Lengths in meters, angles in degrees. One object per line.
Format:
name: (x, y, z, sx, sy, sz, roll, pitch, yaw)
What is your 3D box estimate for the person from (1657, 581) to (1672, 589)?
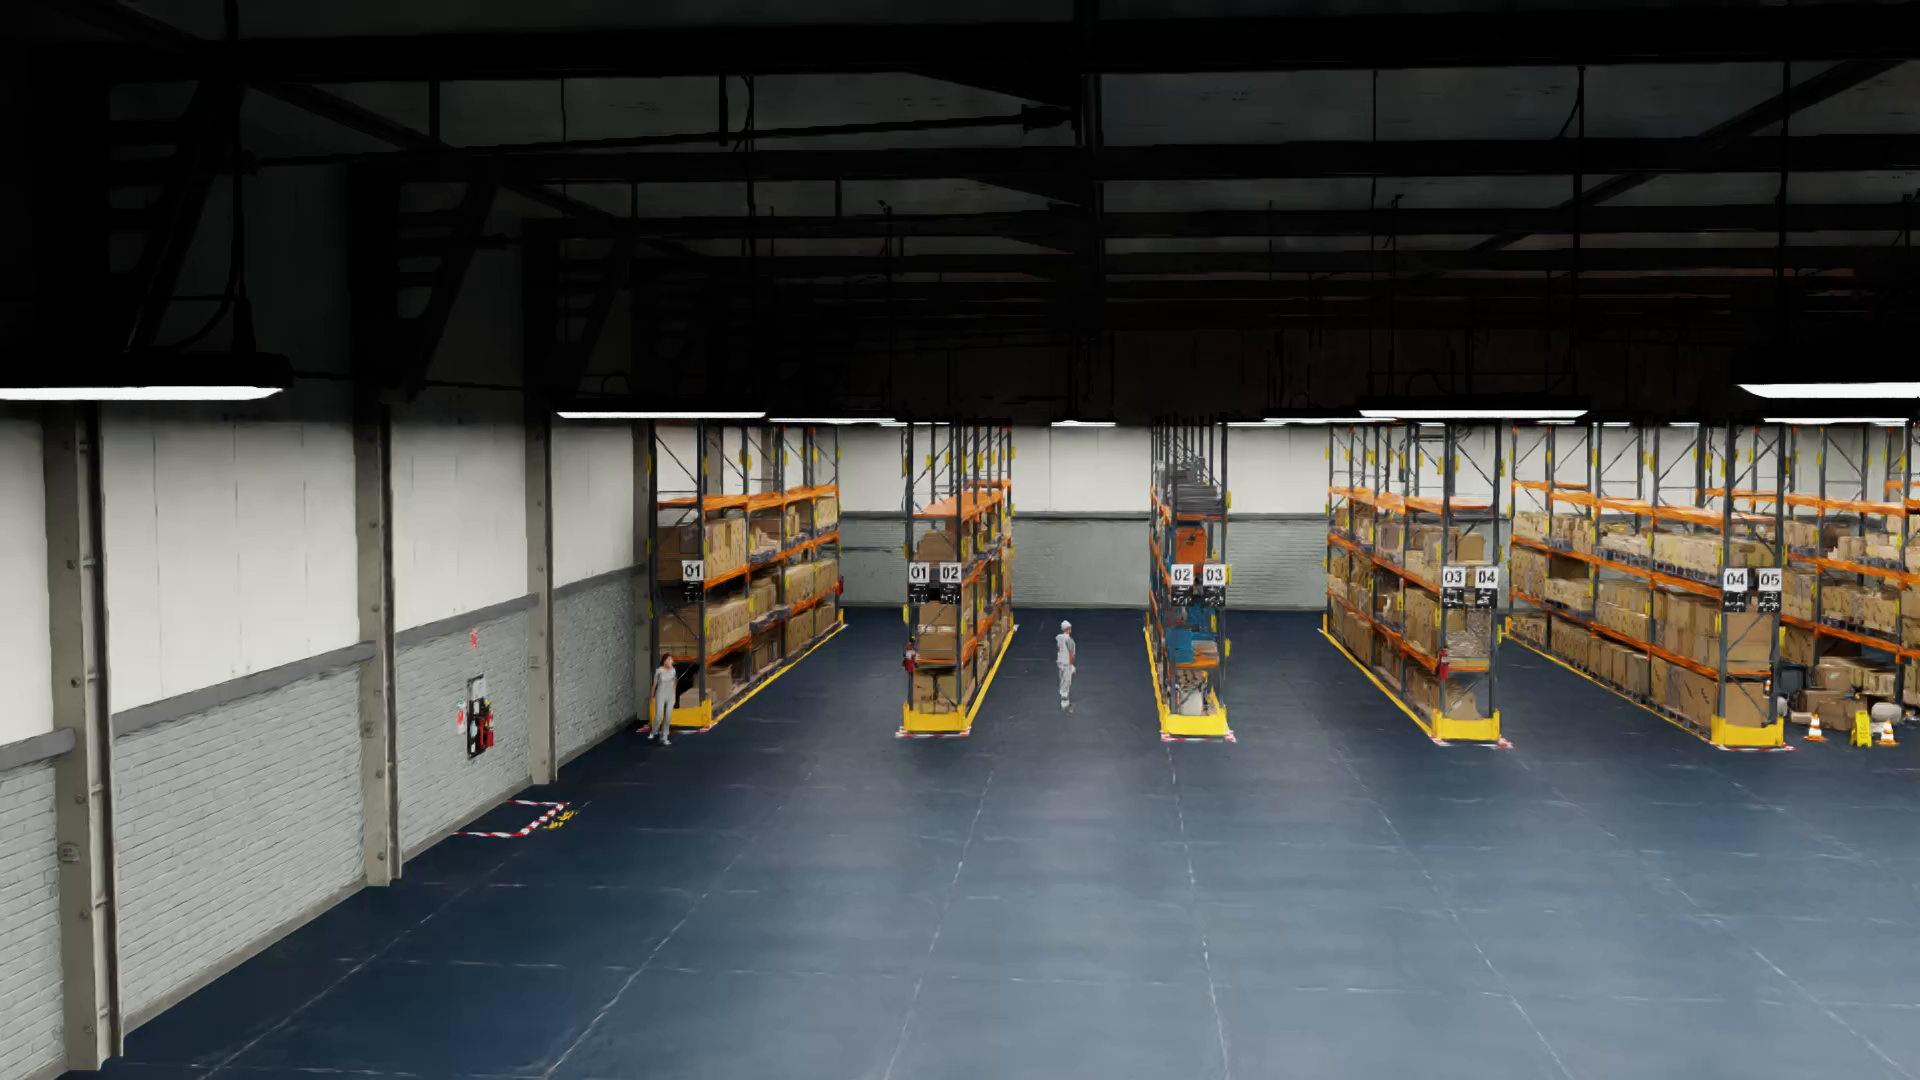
person: (19.906, 1.681, 46.979, 0.712, 1.785, 0.557, -2, 4, -22)

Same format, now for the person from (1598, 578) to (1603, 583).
person: (17.161, 1.870, 44.610, 0.433, 1.684, 0.553, -2, 4, -22)

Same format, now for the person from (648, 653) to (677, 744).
person: (-5.402, 2.863, 30.190, 0.513, 1.664, 0.517, -2, 5, -32)

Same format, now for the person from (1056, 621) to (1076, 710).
person: (2.201, 2.532, 33.877, 0.451, 1.789, 0.605, -2, 4, -23)
